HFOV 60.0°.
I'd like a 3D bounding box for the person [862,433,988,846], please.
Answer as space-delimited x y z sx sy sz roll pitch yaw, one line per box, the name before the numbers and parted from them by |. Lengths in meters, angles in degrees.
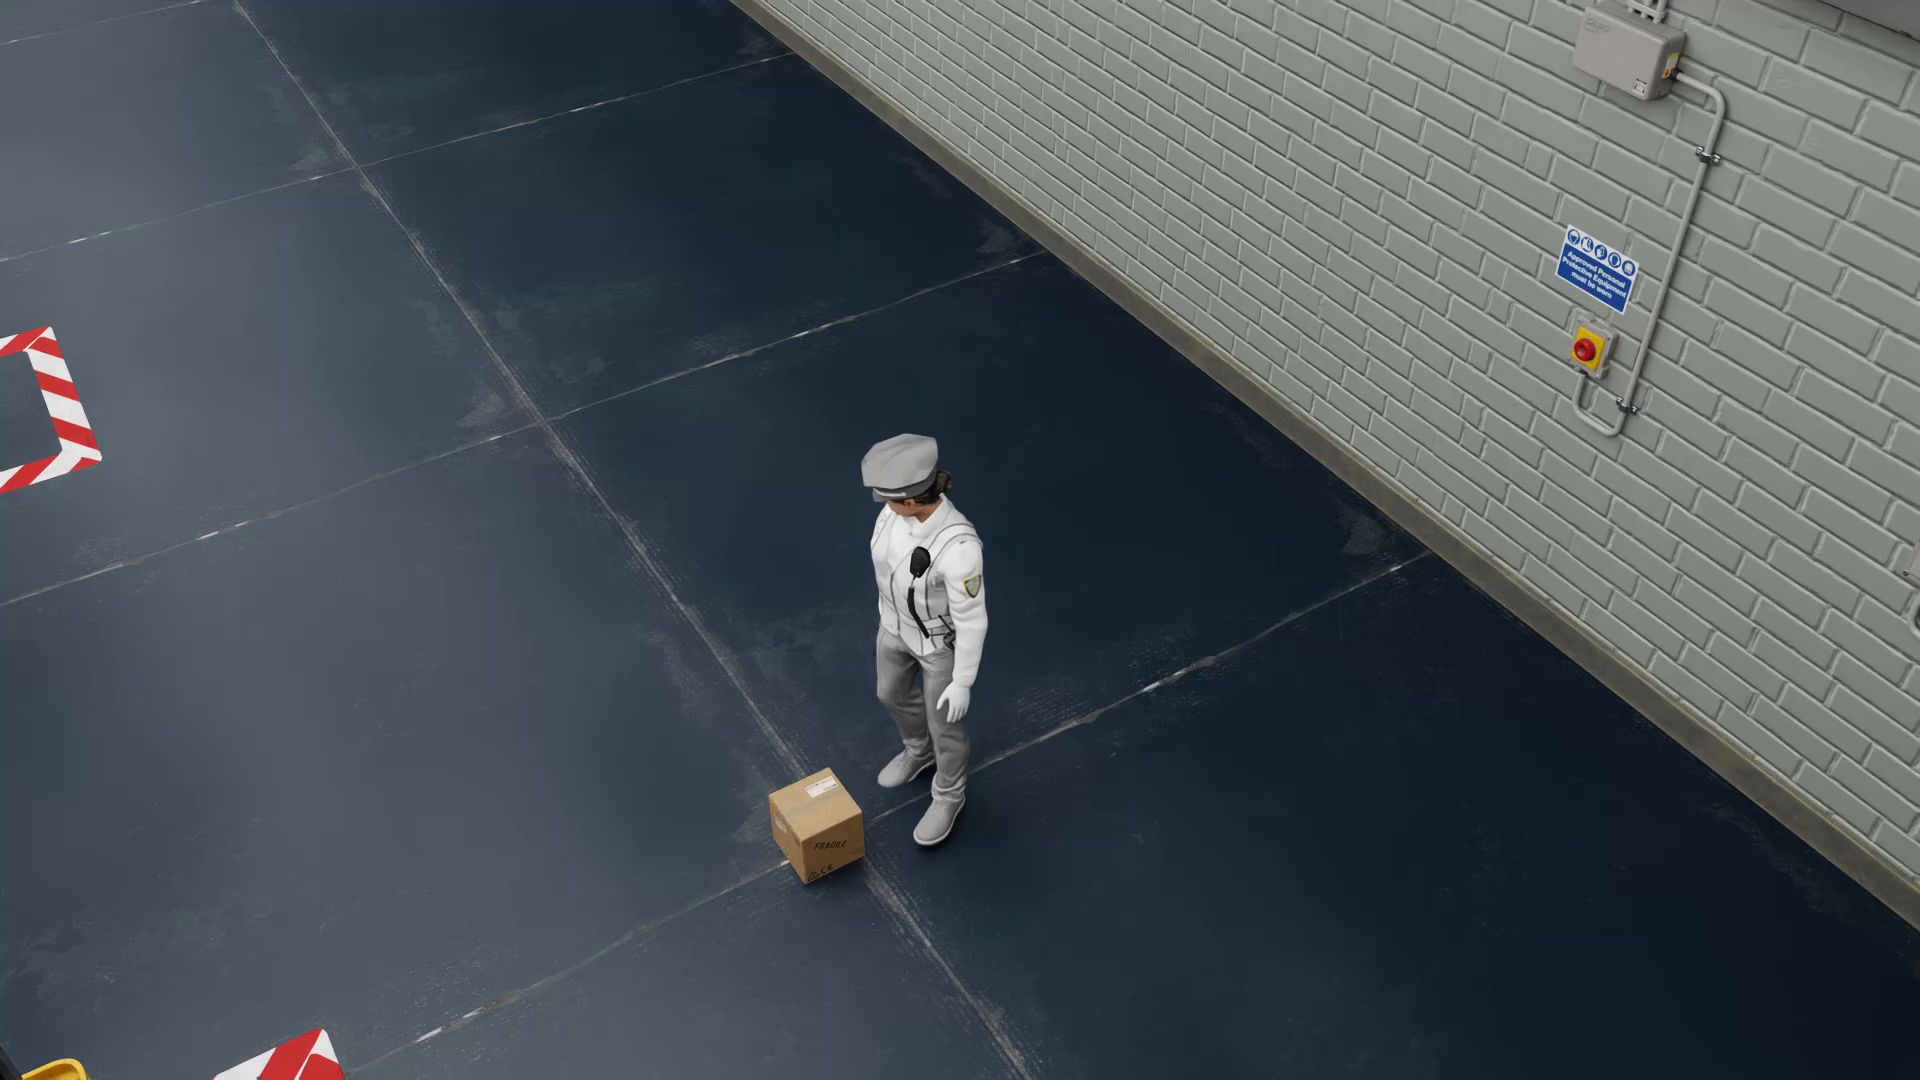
person | -0.117 0.369 5.742 0.373 1.713 0.562 -30 49 -30
